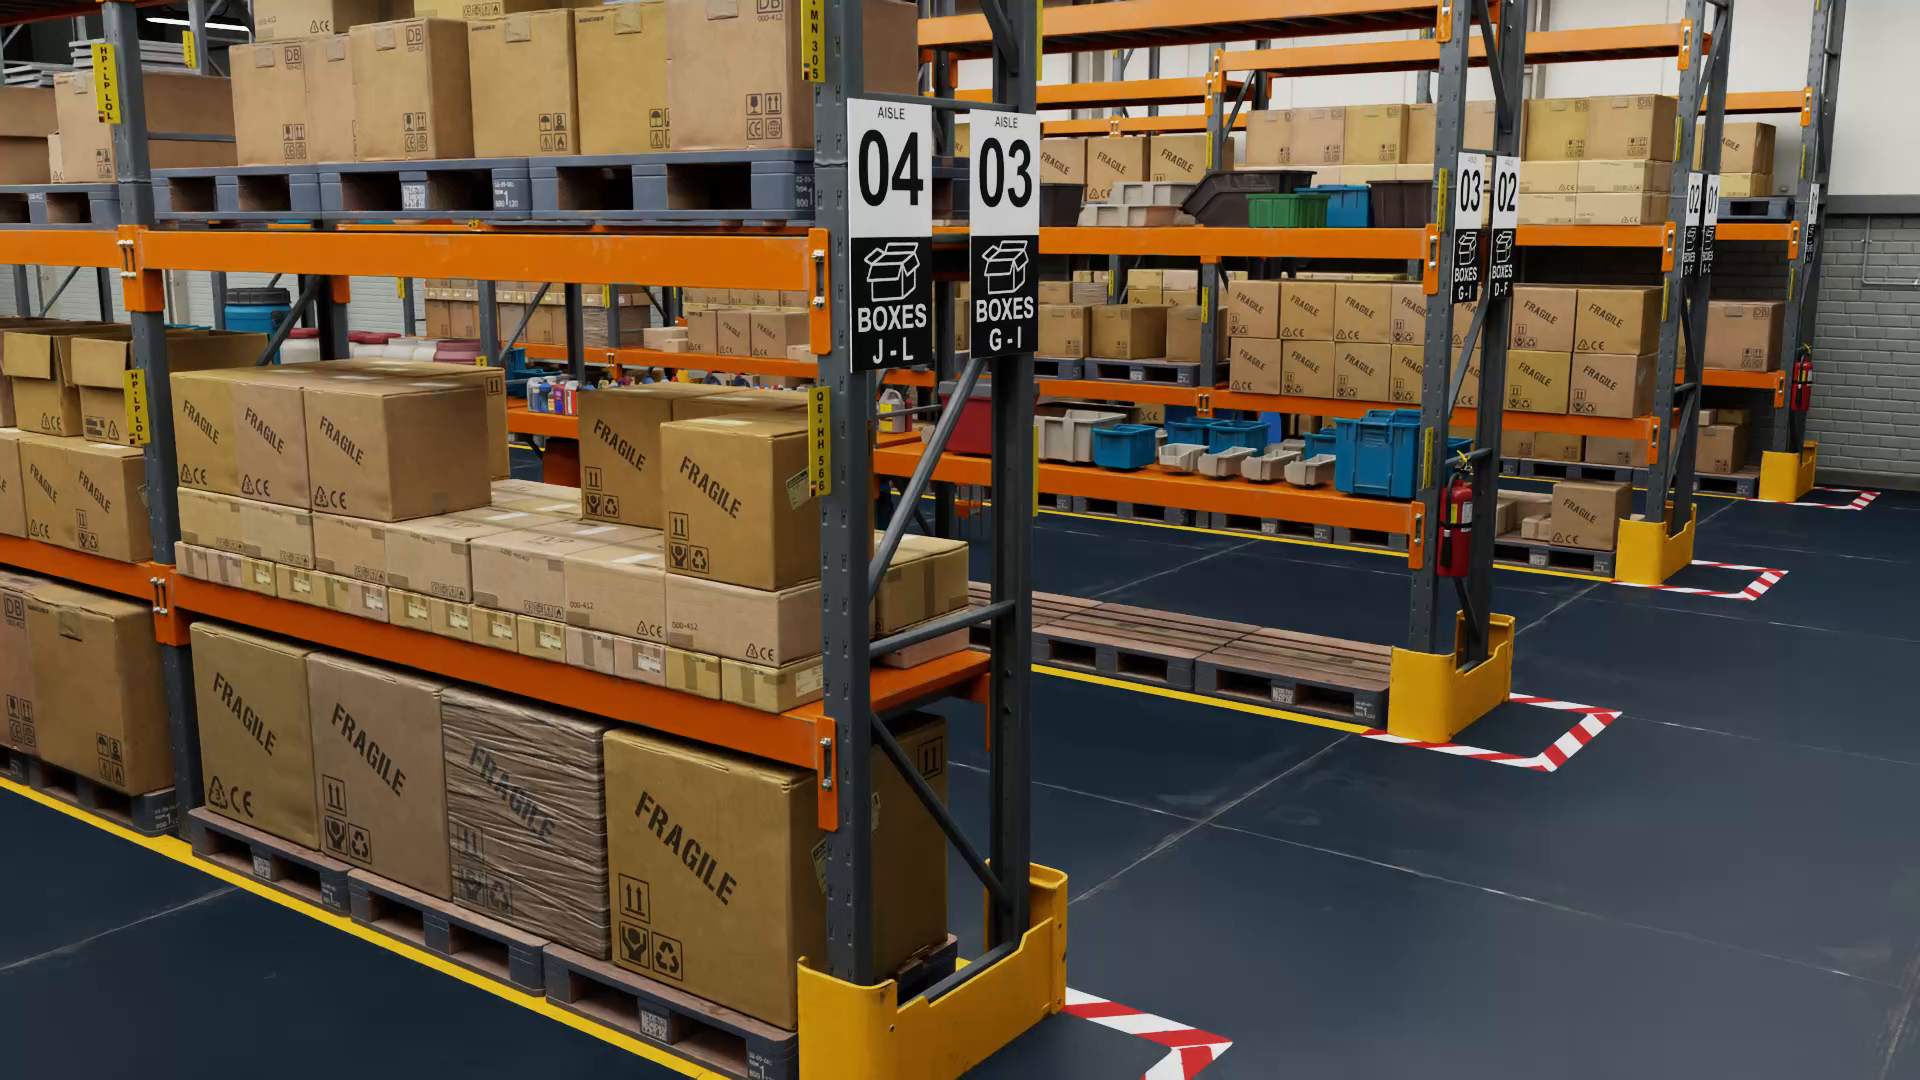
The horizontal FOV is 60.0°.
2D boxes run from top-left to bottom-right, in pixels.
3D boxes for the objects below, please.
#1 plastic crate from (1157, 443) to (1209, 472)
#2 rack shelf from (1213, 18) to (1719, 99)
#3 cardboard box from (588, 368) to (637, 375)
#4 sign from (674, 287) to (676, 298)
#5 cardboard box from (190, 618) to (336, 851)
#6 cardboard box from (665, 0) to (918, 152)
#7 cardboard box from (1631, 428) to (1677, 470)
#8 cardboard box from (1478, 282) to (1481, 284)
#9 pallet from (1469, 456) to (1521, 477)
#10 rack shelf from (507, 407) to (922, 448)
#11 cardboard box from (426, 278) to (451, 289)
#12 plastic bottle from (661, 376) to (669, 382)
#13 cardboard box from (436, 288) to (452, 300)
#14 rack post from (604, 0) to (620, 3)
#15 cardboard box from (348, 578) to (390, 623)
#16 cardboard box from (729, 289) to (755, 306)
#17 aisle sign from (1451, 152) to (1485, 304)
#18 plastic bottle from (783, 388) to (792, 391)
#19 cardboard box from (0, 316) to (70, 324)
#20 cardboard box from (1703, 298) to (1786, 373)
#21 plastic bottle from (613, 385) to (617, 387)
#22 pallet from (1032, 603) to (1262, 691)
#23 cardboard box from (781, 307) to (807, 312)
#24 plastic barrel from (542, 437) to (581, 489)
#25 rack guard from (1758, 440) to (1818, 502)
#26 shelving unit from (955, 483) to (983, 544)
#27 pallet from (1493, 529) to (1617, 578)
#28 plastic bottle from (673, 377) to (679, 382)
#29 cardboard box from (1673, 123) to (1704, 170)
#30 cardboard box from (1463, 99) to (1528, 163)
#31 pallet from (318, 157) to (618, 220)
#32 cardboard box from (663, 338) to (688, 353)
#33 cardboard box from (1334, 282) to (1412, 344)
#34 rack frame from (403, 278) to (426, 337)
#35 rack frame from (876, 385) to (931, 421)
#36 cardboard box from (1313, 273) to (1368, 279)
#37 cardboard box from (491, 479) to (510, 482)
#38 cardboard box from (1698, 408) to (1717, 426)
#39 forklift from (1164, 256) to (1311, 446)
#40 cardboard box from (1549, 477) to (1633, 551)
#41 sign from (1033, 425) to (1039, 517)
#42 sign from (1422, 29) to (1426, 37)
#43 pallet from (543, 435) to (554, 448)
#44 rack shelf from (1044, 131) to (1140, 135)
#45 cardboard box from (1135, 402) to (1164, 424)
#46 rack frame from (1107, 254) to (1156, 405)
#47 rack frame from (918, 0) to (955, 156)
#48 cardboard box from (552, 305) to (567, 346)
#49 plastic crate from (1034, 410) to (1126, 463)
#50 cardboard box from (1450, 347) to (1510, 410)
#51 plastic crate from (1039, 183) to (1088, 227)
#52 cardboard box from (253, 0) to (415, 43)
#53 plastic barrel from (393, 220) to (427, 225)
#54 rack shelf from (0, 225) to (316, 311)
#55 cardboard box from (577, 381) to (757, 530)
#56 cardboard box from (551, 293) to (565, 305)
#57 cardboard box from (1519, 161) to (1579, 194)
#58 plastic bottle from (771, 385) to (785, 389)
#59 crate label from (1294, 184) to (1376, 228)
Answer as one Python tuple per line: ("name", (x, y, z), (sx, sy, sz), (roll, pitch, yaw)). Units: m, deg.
("plastic crate", (1.368, -0.506, 10.286), (0.250, 0.136, 0.298), (8, 13, 36))
("rack shelf", (4.169, -4.023, 14.035), (4.000, 0.370, 1.077), (8, 13, 36))
("cardboard box", (-4.487, -1.936, 21.299), (0.500, 0.500, 0.500), (8, 13, 36))
("sign", (-3.578, -3.170, 20.680), (0.005, 0.325, 0.100), (8, 13, 36))
("cardboard box", (-2.825, 0.782, 7.576), (0.875, 0.875, 0.875), (8, 13, 36))
("cardboard box", (-0.537, -1.519, 5.452), (0.500, 0.500, 0.700), (7, 13, 32))
("cardboard box", (7.683, -1.065, 18.112), (0.500, 0.500, 0.700), (8, 13, 35))
("cardboard box", (4.343, -2.009, 14.622), (0.500, 0.500, 0.500), (8, 13, 35))
("pallet", (6.052, -0.949, 19.381), (1.213, 0.211, 1.003), (8, 13, 36))
("rack shelf", (-1.990, -0.771, 13.011), (4.000, 0.370, 1.077), (8, 13, 36))
("cardboard box", (-6.704, -3.632, 22.227), (0.500, 0.500, 0.700), (8, 14, 36))
("plastic bottle", (-2.442, -1.220, 13.778), (0.097, 0.271, 0.097), (0, 11, 0))
("cardboard box", (-6.712, -3.267, 22.051), (0.250, 0.149, 0.380), (8, 13, 34))
("rack post", (-2.994, -4.182, 13.154), (0.937, 0.300, 0.954), (8, 13, 36))
("cardboard box", (-2.223, 0.212, 6.697), (0.250, 0.149, 0.380), (8, 14, 36))
("cardboard box", (-3.174, -3.854, 25.419), (0.500, 0.500, 0.500), (7, 13, 34))
("aisle sign", (2.730, -1.673, 8.935), (0.004, 0.787, 0.394), (8, 13, 36))
("plastic bottle", (-1.362, -1.029, 12.780), (0.135, 0.276, 0.152), (8, 13, 36))
("cardboard box", (-5.431, -0.974, 9.262), (0.637, 0.503, 0.797), (8, 14, 37))
("cardboard box", (8.293, -2.169, 17.556), (0.700, 0.700, 0.980), (9, 14, 38))
("plastic bottle", (-2.701, -1.077, 13.040), (0.097, 0.271, 0.097), (0, 11, 0))
("pallet", (1.225, 0.684, 10.940), (1.213, 0.211, 1.003), (8, 13, 36))
("cardboard box", (-2.335, -3.370, 24.893), (0.500, 0.250, 0.500), (8, 13, 35))
("plastic barrel", (-3.198, -0.437, 14.000), (0.708, 0.830, 0.600), (8, 13, 36))
("rack guard", (8.729, -0.736, 17.519), (0.348, 0.500, 1.175), (8, 13, 36))
("shelving unit", (0.043, -0.509, 14.899), (0.252, 1.050, 0.215), (8, 13, 36))
("pallet", (5.076, 0.064, 14.145), (1.213, 0.211, 1.003), (8, 13, 36))
("plastic bottle", (-2.219, -1.091, 12.899), (0.185, 0.351, 0.144), (8, 13, 36))
("cardboard box", (7.562, -4.087, 17.413), (0.500, 0.500, 0.500), (8, 14, 37))
("cardboard box", (4.538, -3.384, 13.833), (0.500, 0.500, 0.700), (8, 13, 36))
("pallet", (-1.678, -1.339, 6.391), (1.213, 0.211, 1.003), (8, 13, 36))
("cardboard box", (-3.298, -2.302, 19.694), (0.250, 0.149, 0.380), (8, 13, 36))
("cardboard box", (3.600, -1.985, 14.498), (0.500, 0.500, 0.500), (7, 13, 34))
("rack frame", (-7.115, -3.006, 22.672), (0.127, 3.000, 1.000), (8, 13, 36))
("rack frame", (-0.667, -2.107, 18.023), (0.127, 3.000, 1.000), (8, 13, 36))
("cardboard box", (4.552, -3.061, 19.883), (0.500, 0.250, 0.500), (8, 14, 37))
("cardboard box", (-2.380, -0.146, 7.499), (0.500, 0.250, 0.500), (8, 14, 37))
("cardboard box", (7.875, -1.314, 17.690), (0.250, 0.149, 0.380), (8, 13, 35))
("forklift", (3.275, -2.211, 18.740), (1.130, 2.935, 3.031), (5, 12, 26))
("cardboard box", (5.197, -0.220, 13.690), (0.500, 0.500, 0.500), (8, 13, 36))
("sign", (0.247, -0.239, 5.882), (0.005, 0.325, 0.100), (8, 13, 36))
("sign", (5.174, -5.774, 18.518), (0.005, 0.325, 0.100), (8, 13, 36))
("pallet", (-4.507, -1.283, 21.107), (1.213, 0.211, 1.003), (8, 13, 36))
("rack shelf", (0.650, -5.582, 22.625), (3.809, 0.124, 0.919), (8, 13, 36))
("cardboard box", (2.777, -1.914, 21.578), (0.750, 0.750, 0.750), (8, 13, 35))
("rack frame", (2.262, -2.866, 21.945), (0.127, 3.000, 1.000), (8, 13, 36))
("rack frame", (-0.378, -3.845, 11.211), (0.127, 3.000, 1.000), (8, 13, 36))
("cardboard box", (-4.682, -2.713, 20.892), (0.500, 0.500, 0.700), (8, 13, 35))
("plastic crate", (0.744, -0.671, 10.753), (0.530, 0.282, 0.437), (8, 13, 36))
("cardboard box", (4.440, -1.380, 14.002), (0.500, 0.500, 0.500), (8, 14, 36))
("plastic crate", (0.461, -2.126, 10.569), (0.590, 0.269, 0.497), (8, 13, 36))
("cardboard box", (-2.556, -2.179, 6.894), (0.500, 0.250, 0.500), (7, 13, 32))
("plastic barrel", (-4.765, -2.861, 14.387), (0.301, 0.262, 0.301), (0, 11, 0))
("rack shelf", (-4.922, -1.485, 8.807), (4.000, 0.370, 1.077), (8, 13, 36))
("cardboard box", (-1.137, -0.341, 6.531), (0.500, 0.500, 0.500), (7, 13, 34))
("cardboard box", (-4.860, -3.008, 20.712), (0.250, 0.149, 0.380), (8, 13, 35))
("cardboard box", (4.813, -2.927, 13.442), (0.500, 0.250, 0.500), (8, 13, 36))
("plastic bottle", (-1.459, -1.079, 13.036), (0.135, 0.276, 0.152), (8, 13, 36))
("crate label", (2.293, -2.002, 9.977), (0.502, 0.251, 0.408), (8, 13, 36))
